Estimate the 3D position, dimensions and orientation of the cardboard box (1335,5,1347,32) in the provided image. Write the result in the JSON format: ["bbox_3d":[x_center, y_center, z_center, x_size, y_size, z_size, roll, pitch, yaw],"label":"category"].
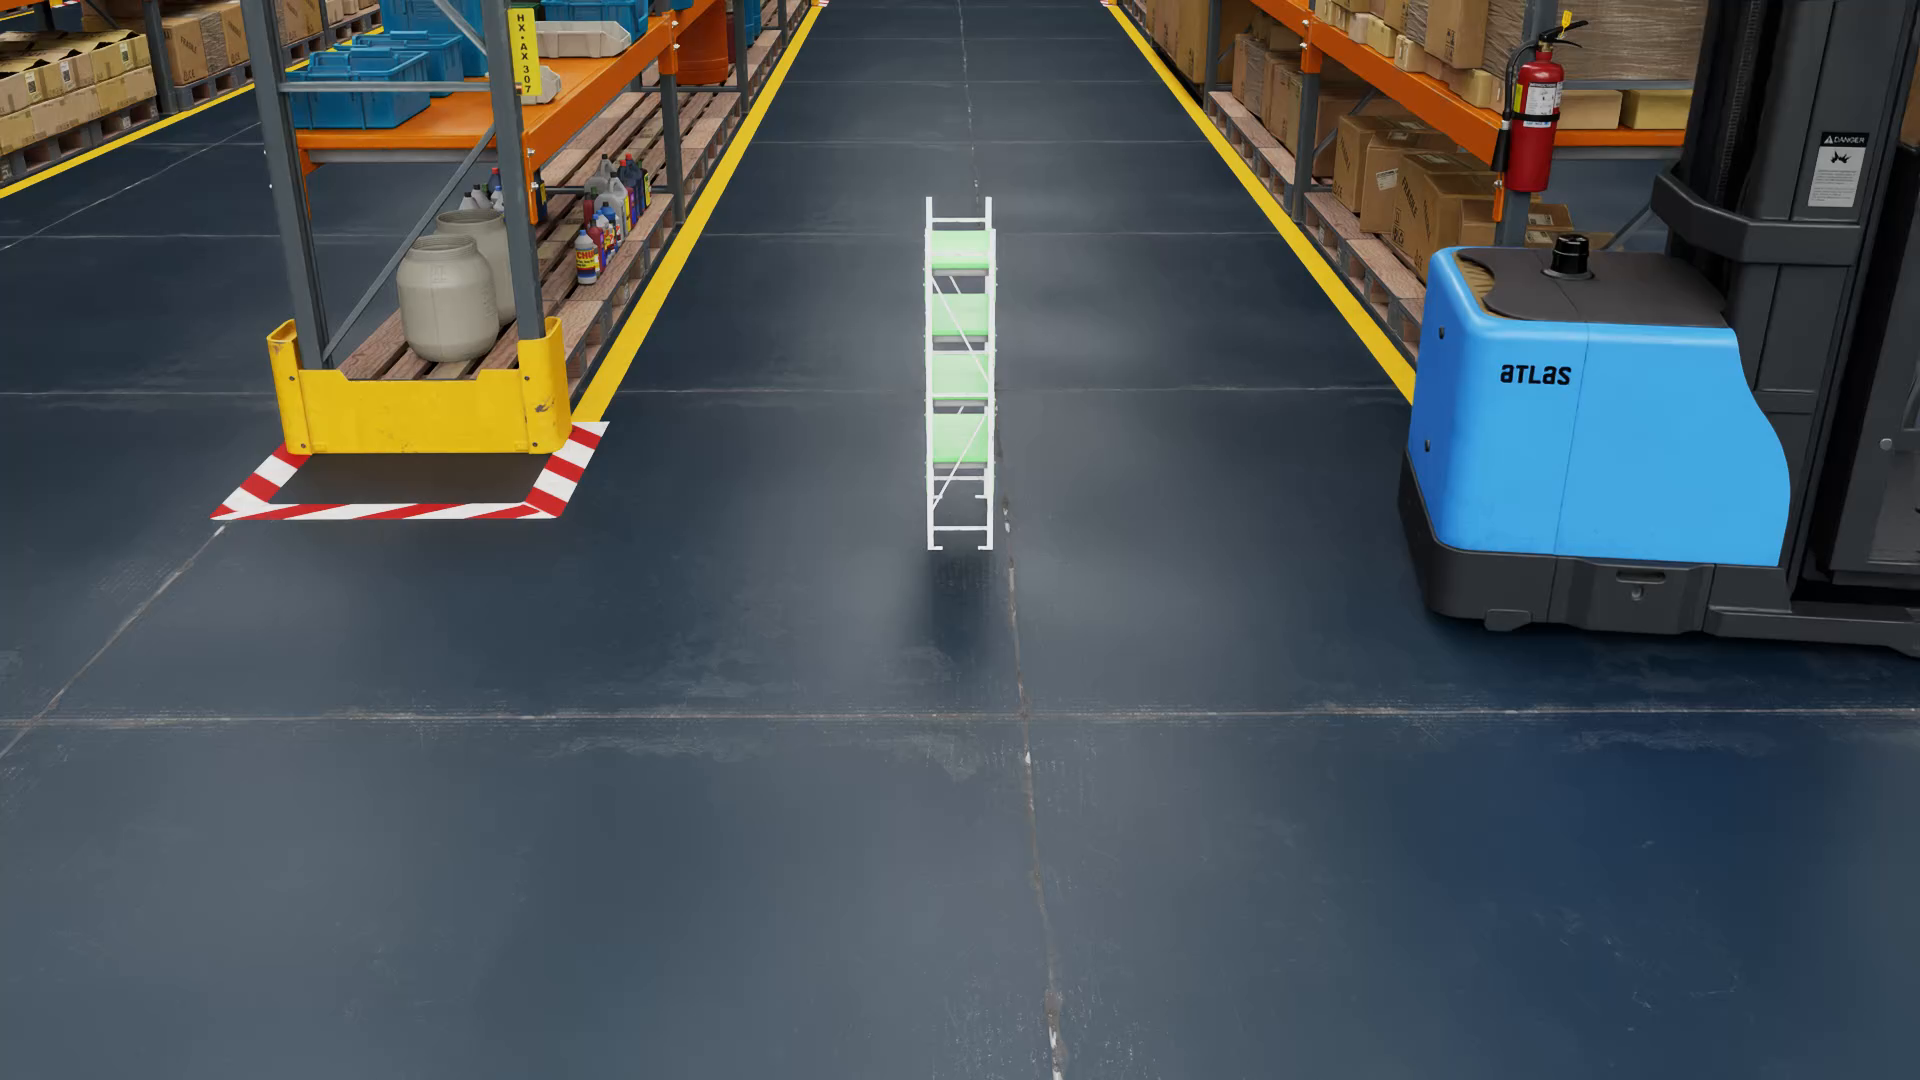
[{"bbox_3d":[2.388,-3.031,9.617,0.380,0.149,0.250,0,24,-1],"label":"cardboard box"}]

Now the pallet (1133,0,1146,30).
[{"bbox_3d":[2.633,-6.285,19.891,1.003,0.211,1.213,0,24,-1],"label":"pallet"}]

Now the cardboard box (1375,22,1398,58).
[{"bbox_3d":[2.397,-2.619,8.706,0.380,0.149,0.250,0,24,-1],"label":"cardboard box"}]

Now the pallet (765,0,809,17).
[{"bbox_3d":[-2.447,-6.753,20.926,1.003,0.211,1.213,0,24,-1],"label":"pallet"}]

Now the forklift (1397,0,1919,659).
[{"bbox_3d":[3.124,-1.152,5.240,3.031,2.935,1.130,3,25,7],"label":"forklift"}]

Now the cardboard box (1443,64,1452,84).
[{"bbox_3d":[2.495,-2.207,7.796,0.380,0.149,0.250,0,24,-1],"label":"cardboard box"}]

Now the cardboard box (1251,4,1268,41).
[{"bbox_3d":[2.660,-4.217,13.524,0.500,0.250,0.500,1,24,2],"label":"cardboard box"}]

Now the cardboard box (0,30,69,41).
[{"bbox_3d":[-7.571,-4.024,13.653,0.500,0.311,0.500,1,24,1],"label":"cardboard box"}]

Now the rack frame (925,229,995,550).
[{"bbox_3d":[0.001,-0.514,5.931,0.240,1.200,0.015,0,24,-1],"label":"rack frame"}]

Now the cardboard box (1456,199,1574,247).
[{"bbox_3d":[2.679,-1.349,8.117,0.500,0.500,0.500,6,25,13],"label":"cardboard box"}]

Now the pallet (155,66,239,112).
[{"bbox_3d":[-7.254,-4.084,15.024,1.003,0.211,1.213,0,24,-1],"label":"pallet"}]

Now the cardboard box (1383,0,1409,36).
[{"bbox_3d":[2.650,-2.819,8.360,0.875,0.500,0.500,0,24,-1],"label":"cardboard box"}]

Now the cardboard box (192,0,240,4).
[{"bbox_3d":[-7.025,-4.935,16.020,0.500,0.500,0.500,-1,24,-2],"label":"cardboard box"}]

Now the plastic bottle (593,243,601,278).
[{"bbox_3d":[-1.952,-1.488,8.761,0.097,0.201,0.097,0,24,0],"label":"plastic bottle"}]

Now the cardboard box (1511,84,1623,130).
[{"bbox_3d":[2.500,-1.795,6.884,0.380,0.149,0.250,0,24,-1],"label":"cardboard box"}]

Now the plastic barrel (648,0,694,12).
[{"bbox_3d":[-1.988,-3.808,10.422,0.600,0.901,0.708,0,24,-1],"label":"plastic barrel"}]

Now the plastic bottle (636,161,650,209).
[{"bbox_3d":[-1.951,-2.185,10.204,0.061,0.283,0.133,1,24,2],"label":"plastic bottle"}]

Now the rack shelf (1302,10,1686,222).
[{"bbox_3d":[2.688,-2.290,8.545,1.077,0.370,4.000,0,24,-1],"label":"rack shelf"}]

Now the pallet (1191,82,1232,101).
[{"bbox_3d":[2.689,-4.144,15.157,1.003,0.211,1.213,0,24,-1],"label":"pallet"}]

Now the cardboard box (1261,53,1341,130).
[{"bbox_3d":[2.682,-3.413,12.656,0.700,0.500,0.500,2,24,4],"label":"cardboard box"}]

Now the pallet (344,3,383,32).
[{"bbox_3d":[-7.350,-6.211,19.728,1.003,0.211,1.213,0,24,-1],"label":"pallet"}]

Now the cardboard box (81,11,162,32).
[{"bbox_3d":[-7.528,-4.493,15.043,0.500,0.500,0.500,1,24,2],"label":"cardboard box"}]

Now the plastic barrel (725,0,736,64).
[{"bbox_3d":[-2.365,-4.827,15.699,0.600,0.588,0.708,0,24,-1],"label":"plastic barrel"}]

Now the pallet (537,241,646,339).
[{"bbox_3d":[-2.305,-1.368,9.018,1.003,0.211,1.213,0,24,-1],"label":"pallet"}]

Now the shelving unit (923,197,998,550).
[{"bbox_3d":[-0.002,-0.615,6.154,0.258,1.200,0.503,0,24,-1],"label":"shelving unit"}]

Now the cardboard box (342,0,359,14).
[{"bbox_3d":[-7.135,-6.135,19.079,0.380,0.166,0.250,0,24,-1],"label":"cardboard box"}]

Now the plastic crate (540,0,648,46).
[{"bbox_3d":[-2.003,-2.897,9.195,0.499,0.251,0.616,0,24,-1],"label":"plastic crate"}]

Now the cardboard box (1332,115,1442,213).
[{"bbox_3d":[2.631,-2.329,10.283,0.500,0.500,0.500,-1,24,-2],"label":"cardboard box"}]

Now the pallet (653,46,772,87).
[{"bbox_3d":[-2.391,-4.623,16.216,1.003,0.211,1.213,0,24,-1],"label":"pallet"}]

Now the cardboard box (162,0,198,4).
[{"bbox_3d":[-7.548,-5.279,15.872,0.500,0.250,0.500,-1,24,-2],"label":"cardboard box"}]

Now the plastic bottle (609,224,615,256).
[{"bbox_3d":[-1.957,-1.668,9.160,0.097,0.201,0.097,0,24,0],"label":"plastic bottle"}]

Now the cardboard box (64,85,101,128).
[{"bbox_3d":[-7.022,-3.350,12.844,0.500,0.250,0.500,0,24,1],"label":"cardboard box"}]

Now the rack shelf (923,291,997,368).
[{"bbox_3d":[-0.002,-0.775,6.081,0.258,0.148,0.480,0,24,-1],"label":"rack shelf"}]

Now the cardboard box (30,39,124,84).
[{"bbox_3d":[-7.019,-3.812,13.185,0.500,0.311,0.500,-1,24,-1],"label":"cardboard box"}]

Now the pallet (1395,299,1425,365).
[{"bbox_3d":[2.735,-0.889,7.959,1.003,0.211,1.213,0,24,-1],"label":"pallet"}]

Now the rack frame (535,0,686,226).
[{"bbox_3d":[-2.286,-3.419,10.170,1.000,3.000,0.127,0,24,-1],"label":"rack frame"}]

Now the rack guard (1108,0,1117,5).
[{"bbox_3d":[2.535,-7.257,21.689,1.175,0.500,0.348,0,24,-1],"label":"rack guard"}]

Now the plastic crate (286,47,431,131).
[{"bbox_3d":[-2.548,-1.908,7.009,0.499,0.251,0.616,0,24,-1],"label":"plastic crate"}]

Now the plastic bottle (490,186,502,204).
[{"bbox_3d":[-2.652,-1.904,9.597,0.097,0.271,0.097,0,24,0],"label":"plastic bottle"}]

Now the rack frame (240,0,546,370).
[{"bbox_3d":[-2.243,-1.771,6.526,1.000,3.000,0.127,0,24,-1],"label":"rack frame"}]

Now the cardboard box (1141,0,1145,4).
[{"bbox_3d":[2.632,-6.971,20.092,0.875,0.875,0.875,0,24,-1],"label":"cardboard box"}]

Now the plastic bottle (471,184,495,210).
[{"bbox_3d":[-2.686,-1.825,9.327,0.144,0.351,0.185,0,24,-1],"label":"plastic bottle"}]

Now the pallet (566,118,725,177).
[{"bbox_3d":[-2.350,-2.976,12.574,1.003,0.211,1.213,0,24,-1],"label":"pallet"}]

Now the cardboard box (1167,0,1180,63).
[{"bbox_3d":[2.634,-4.965,15.656,1.225,0.875,0.875,0,24,0],"label":"cardboard box"}]

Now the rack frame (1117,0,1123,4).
[{"bbox_3d":[2.535,-8.386,21.152,1.000,3.000,0.127,0,24,-1],"label":"rack frame"}]

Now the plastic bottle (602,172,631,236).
[{"bbox_3d":[-1.986,-1.937,9.572,0.144,0.351,0.185,0,24,-1],"label":"plastic bottle"}]

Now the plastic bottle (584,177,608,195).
[{"bbox_3d":[-2.137,-2.025,9.858,0.152,0.276,0.135,0,24,-1],"label":"plastic bottle"}]
